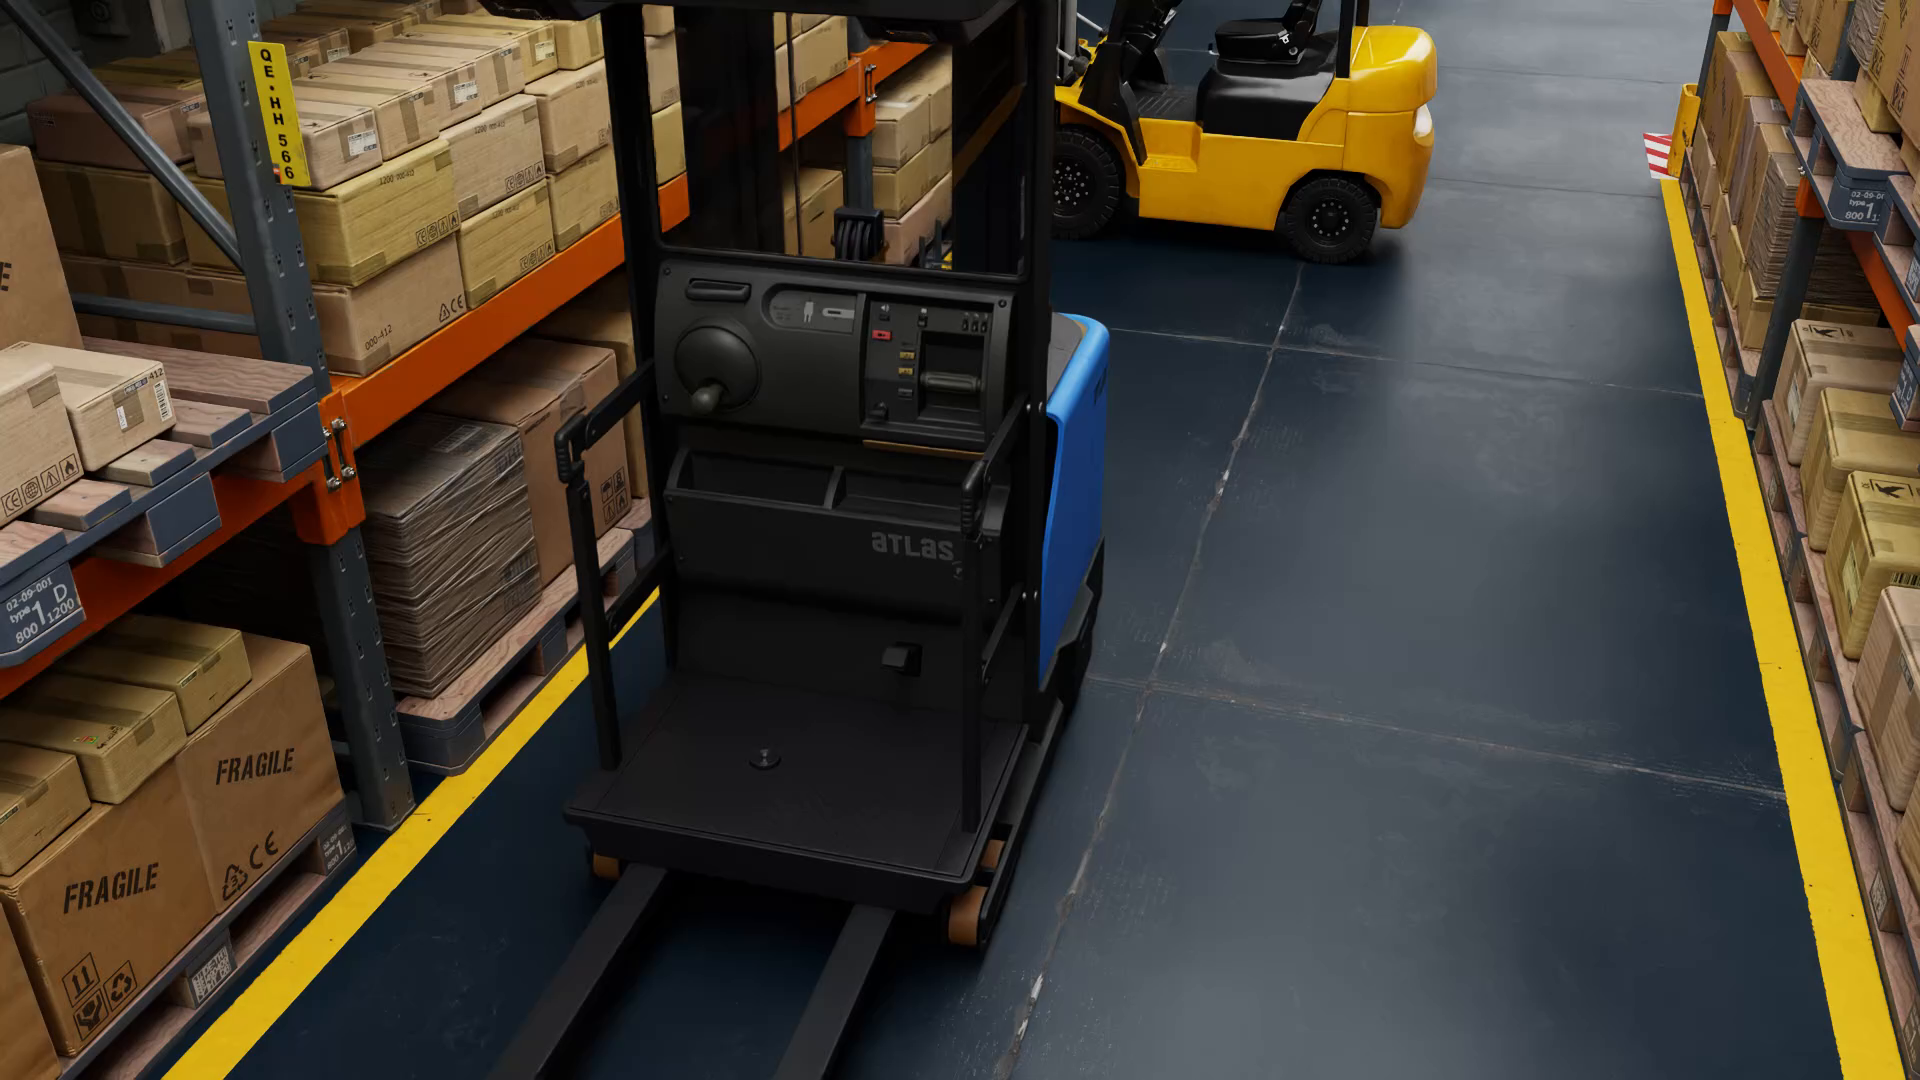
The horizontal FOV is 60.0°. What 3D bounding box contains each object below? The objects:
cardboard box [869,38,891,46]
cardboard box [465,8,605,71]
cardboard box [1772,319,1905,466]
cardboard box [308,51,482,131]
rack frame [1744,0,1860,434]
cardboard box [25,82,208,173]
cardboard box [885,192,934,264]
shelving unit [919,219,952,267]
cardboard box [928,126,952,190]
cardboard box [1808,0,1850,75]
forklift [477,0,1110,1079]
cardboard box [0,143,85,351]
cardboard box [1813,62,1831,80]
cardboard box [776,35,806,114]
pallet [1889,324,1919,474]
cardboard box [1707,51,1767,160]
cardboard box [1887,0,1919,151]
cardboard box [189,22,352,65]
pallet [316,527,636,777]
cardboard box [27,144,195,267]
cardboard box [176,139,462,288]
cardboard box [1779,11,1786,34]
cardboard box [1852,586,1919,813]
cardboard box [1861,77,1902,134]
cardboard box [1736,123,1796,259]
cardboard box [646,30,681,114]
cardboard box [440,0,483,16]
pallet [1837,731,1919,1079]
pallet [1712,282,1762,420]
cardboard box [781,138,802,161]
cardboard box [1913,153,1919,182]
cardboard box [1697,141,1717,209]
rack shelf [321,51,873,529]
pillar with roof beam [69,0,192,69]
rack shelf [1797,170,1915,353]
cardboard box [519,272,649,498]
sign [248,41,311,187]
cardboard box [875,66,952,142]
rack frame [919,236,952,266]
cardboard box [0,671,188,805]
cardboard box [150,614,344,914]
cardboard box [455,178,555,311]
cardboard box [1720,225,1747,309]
[{"bbox_3d":[-0.524,-2.643,7.813,0.500,0.500,0.500,8,30,13],"label":"cardboard box"},{"bbox_3d":[-1.334,-1.606,5.282,0.380,0.149,0.250,9,30,16],"label":"cardboard box"},{"bbox_3d":[3.690,-0.515,6.362,0.950,0.372,0.625,9,30,16],"label":"cardboard box"},{"bbox_3d":[-1.575,-1.252,4.646,0.380,0.149,0.250,9,30,16],"label":"cardboard box"},{"bbox_3d":[3.842,-1.724,6.264,1.000,3.000,0.127,8,30,15],"label":"rack frame"},{"bbox_3d":[-2.176,-1.079,4.334,0.380,0.149,0.250,9,30,16],"label":"cardboard box"},{"bbox_3d":[-0.446,-1.590,8.420,0.500,0.250,0.500,9,30,15],"label":"cardboard box"},{"bbox_3d":[0.004,-0.531,5.970,0.258,1.200,0.189,8,30,15],"label":"shelving unit"},{"bbox_3d":[-0.321,-2.046,8.725,0.500,0.250,0.500,8,30,15],"label":"cardboard box"},{"bbox_3d":[3.735,-2.140,6.602,0.500,0.500,0.500,8,30,14],"label":"cardboard box"},{"bbox_3d":[-0.382,-0.428,4.005,1.130,2.935,3.031,7,30,13],"label":"forklift"},{"bbox_3d":[-2.379,-0.582,3.676,0.500,0.500,0.500,10,31,17],"label":"cardboard box"},{"bbox_3d":[3.645,-1.807,6.672,0.380,0.149,0.250,8,30,14],"label":"cardboard box"},{"bbox_3d":[-0.944,-1.859,6.661,0.500,0.250,0.500,8,30,15],"label":"cardboard box"},{"bbox_3d":[2.775,-0.128,3.592,1.213,0.211,1.003,8,30,15],"label":"pallet"},{"bbox_3d":[4.359,-2.303,8.929,0.500,0.500,0.500,7,30,13],"label":"cardboard box"},{"bbox_3d":[3.126,-1.444,4.919,0.500,0.500,0.500,8,30,15],"label":"cardboard box"},{"bbox_3d":[-2.066,-1.452,5.005,0.380,0.149,0.250,8,30,14],"label":"cardboard box"},{"bbox_3d":[-1.799,0.270,5.548,1.003,0.211,1.213,8,30,15],"label":"pallet"},{"bbox_3d":[-2.212,-0.973,4.554,0.500,0.250,0.500,9,30,16],"label":"cardboard box"},{"bbox_3d":[-1.691,-0.893,4.409,0.500,0.250,0.500,8,30,15],"label":"cardboard box"},{"bbox_3d":[4.044,-2.395,7.727,0.380,0.149,0.250,8,30,14],"label":"cardboard box"},{"bbox_3d":[3.052,0.494,4.547,0.950,0.372,0.625,8,30,14],"label":"cardboard box"},{"bbox_3d":[3.296,-1.471,5.636,0.380,0.149,0.250,9,30,16],"label":"cardboard box"},{"bbox_3d":[3.907,-1.584,7.636,0.500,0.500,0.500,9,30,16],"label":"cardboard box"},{"bbox_3d":[-1.270,-1.610,5.699,0.500,0.250,0.500,9,30,16],"label":"cardboard box"},{"bbox_3d":[-1.744,-1.795,5.622,0.380,0.149,0.250,9,30,16],"label":"cardboard box"},{"bbox_3d":[2.899,0.990,4.253,1.003,0.211,1.213,8,30,15],"label":"pallet"},{"bbox_3d":[4.005,-0.823,7.512,1.003,0.211,1.213,8,30,15],"label":"pallet"},{"bbox_3d":[-0.945,-2.106,8.318,0.500,0.250,0.500,9,30,16],"label":"cardboard box"},{"bbox_3d":[3.096,-1.101,4.969,0.380,0.149,0.250,9,30,15],"label":"cardboard box"},{"bbox_3d":[4.358,-1.993,9.144,0.500,0.250,0.500,10,30,17],"label":"cardboard box"},{"bbox_3d":[-1.491,-1.187,6.038,1.077,0.370,4.000,8,30,15],"label":"rack shelf"},{"bbox_3d":[1.558,-3.314,2.950,9.100,9.000,0.400,8,30,15],"label":"pillar with roof beam"},{"bbox_3d":[3.255,-0.480,4.768,1.077,0.370,4.000,8,30,15],"label":"rack shelf"},{"bbox_3d":[-1.500,-0.623,6.296,0.875,0.625,0.625,7,30,13],"label":"cardboard box"},{"bbox_3d":[-1.557,-0.970,3.799,0.100,0.325,0.005,8,30,15],"label":"sign"},{"bbox_3d":[-0.302,-2.266,8.605,0.500,0.250,0.500,9,30,15],"label":"cardboard box"},{"bbox_3d":[-0.023,-0.489,5.894,0.240,1.200,0.006,8,30,15],"label":"rack frame"},{"bbox_3d":[-2.032,0.450,3.827,0.380,0.149,0.250,7,30,12],"label":"cardboard box"},{"bbox_3d":[-1.997,0.564,4.290,0.500,0.500,0.500,9,30,16],"label":"cardboard box"},{"bbox_3d":[-1.562,-0.911,4.956,0.500,0.250,0.500,8,30,14],"label":"cardboard box"},{"bbox_3d":[3.905,-1.268,7.840,0.500,0.250,0.500,8,30,14],"label":"cardboard box"}]
